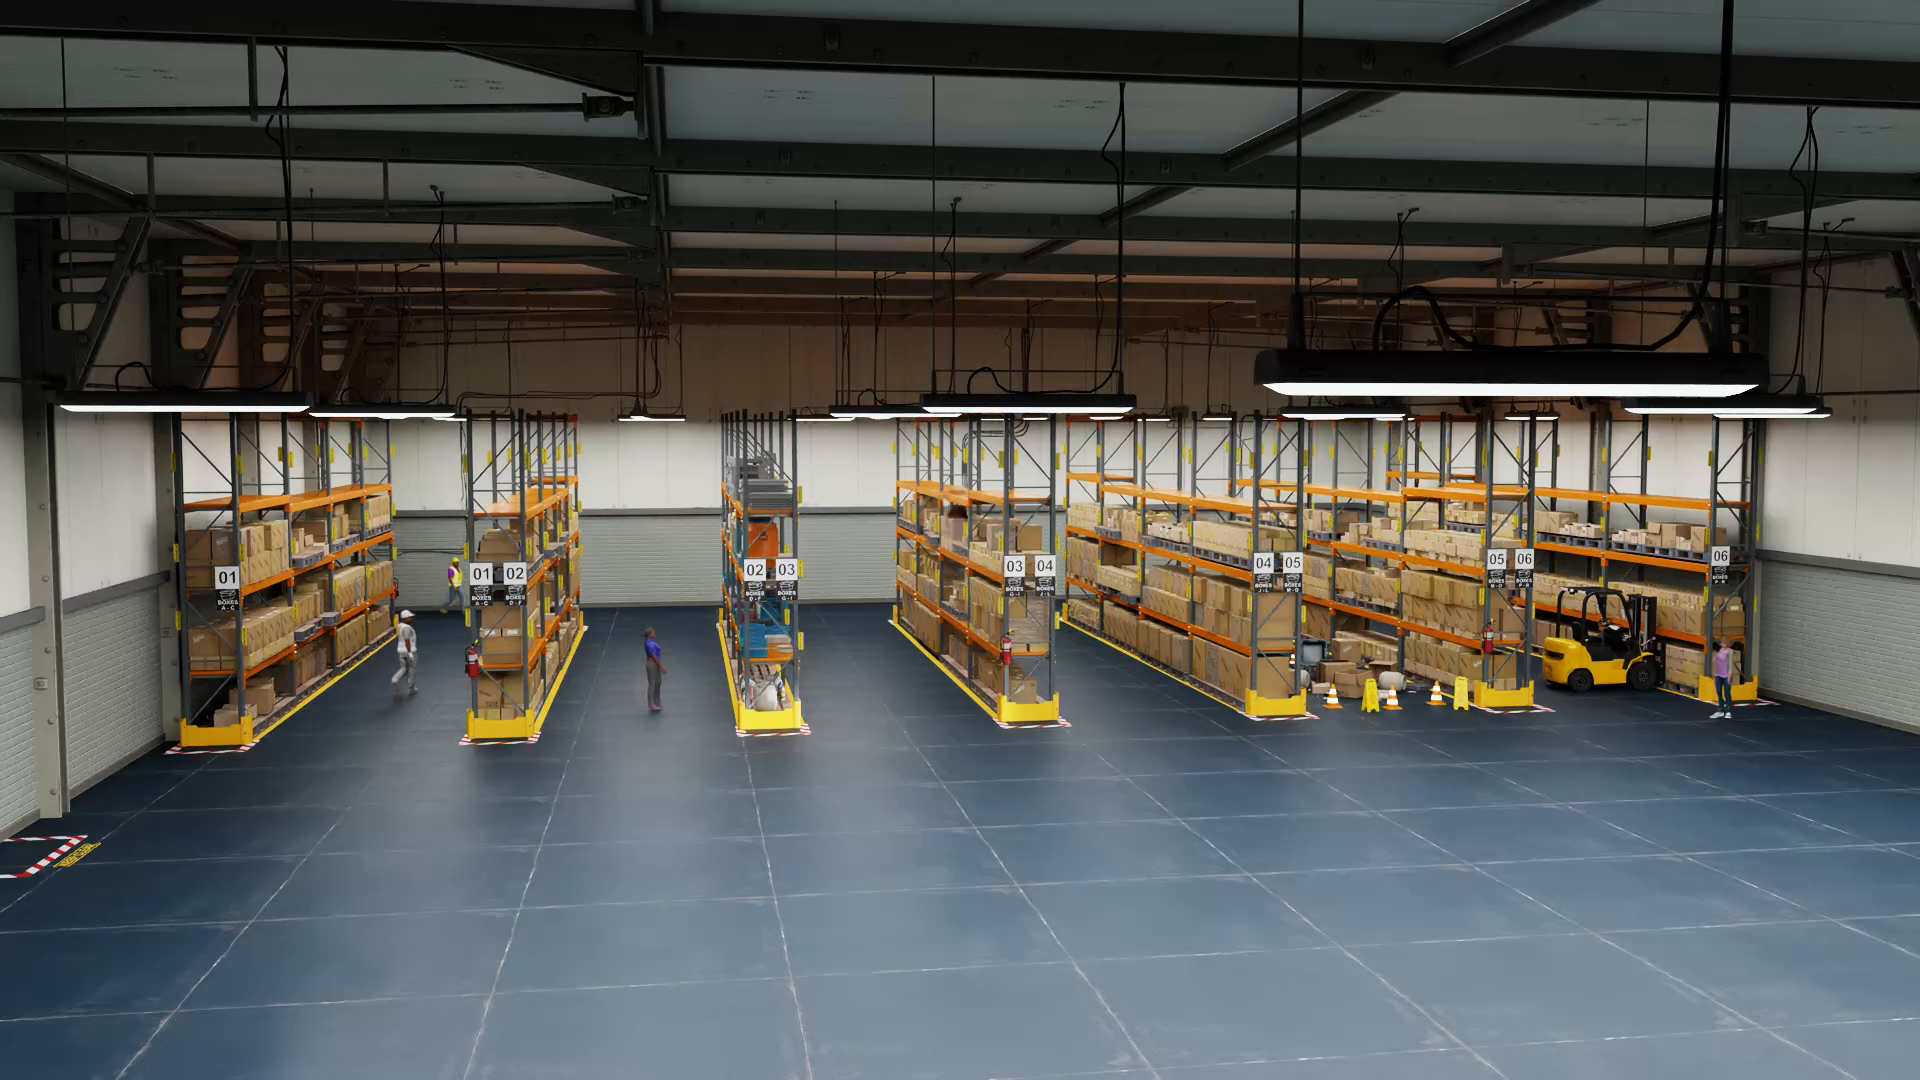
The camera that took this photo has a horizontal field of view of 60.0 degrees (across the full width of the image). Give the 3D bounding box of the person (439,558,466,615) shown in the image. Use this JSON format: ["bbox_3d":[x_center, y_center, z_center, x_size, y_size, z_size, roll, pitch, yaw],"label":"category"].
[{"bbox_3d":[-15.130,1.393,49.874,0.982,1.732,0.641,1,4,9],"label":"person"}]

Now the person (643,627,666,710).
[{"bbox_3d":[-6.103,2.590,33.395,0.509,1.675,0.535,0,4,6],"label":"person"}]

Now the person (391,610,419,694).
[{"bbox_3d":[-11.741,2.371,35.168,0.512,1.777,0.669,2,4,26],"label":"person"}]

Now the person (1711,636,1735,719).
[{"bbox_3d":[14.865,2.673,32.359,0.359,1.621,0.485,-2,4,-24],"label":"person"}]
